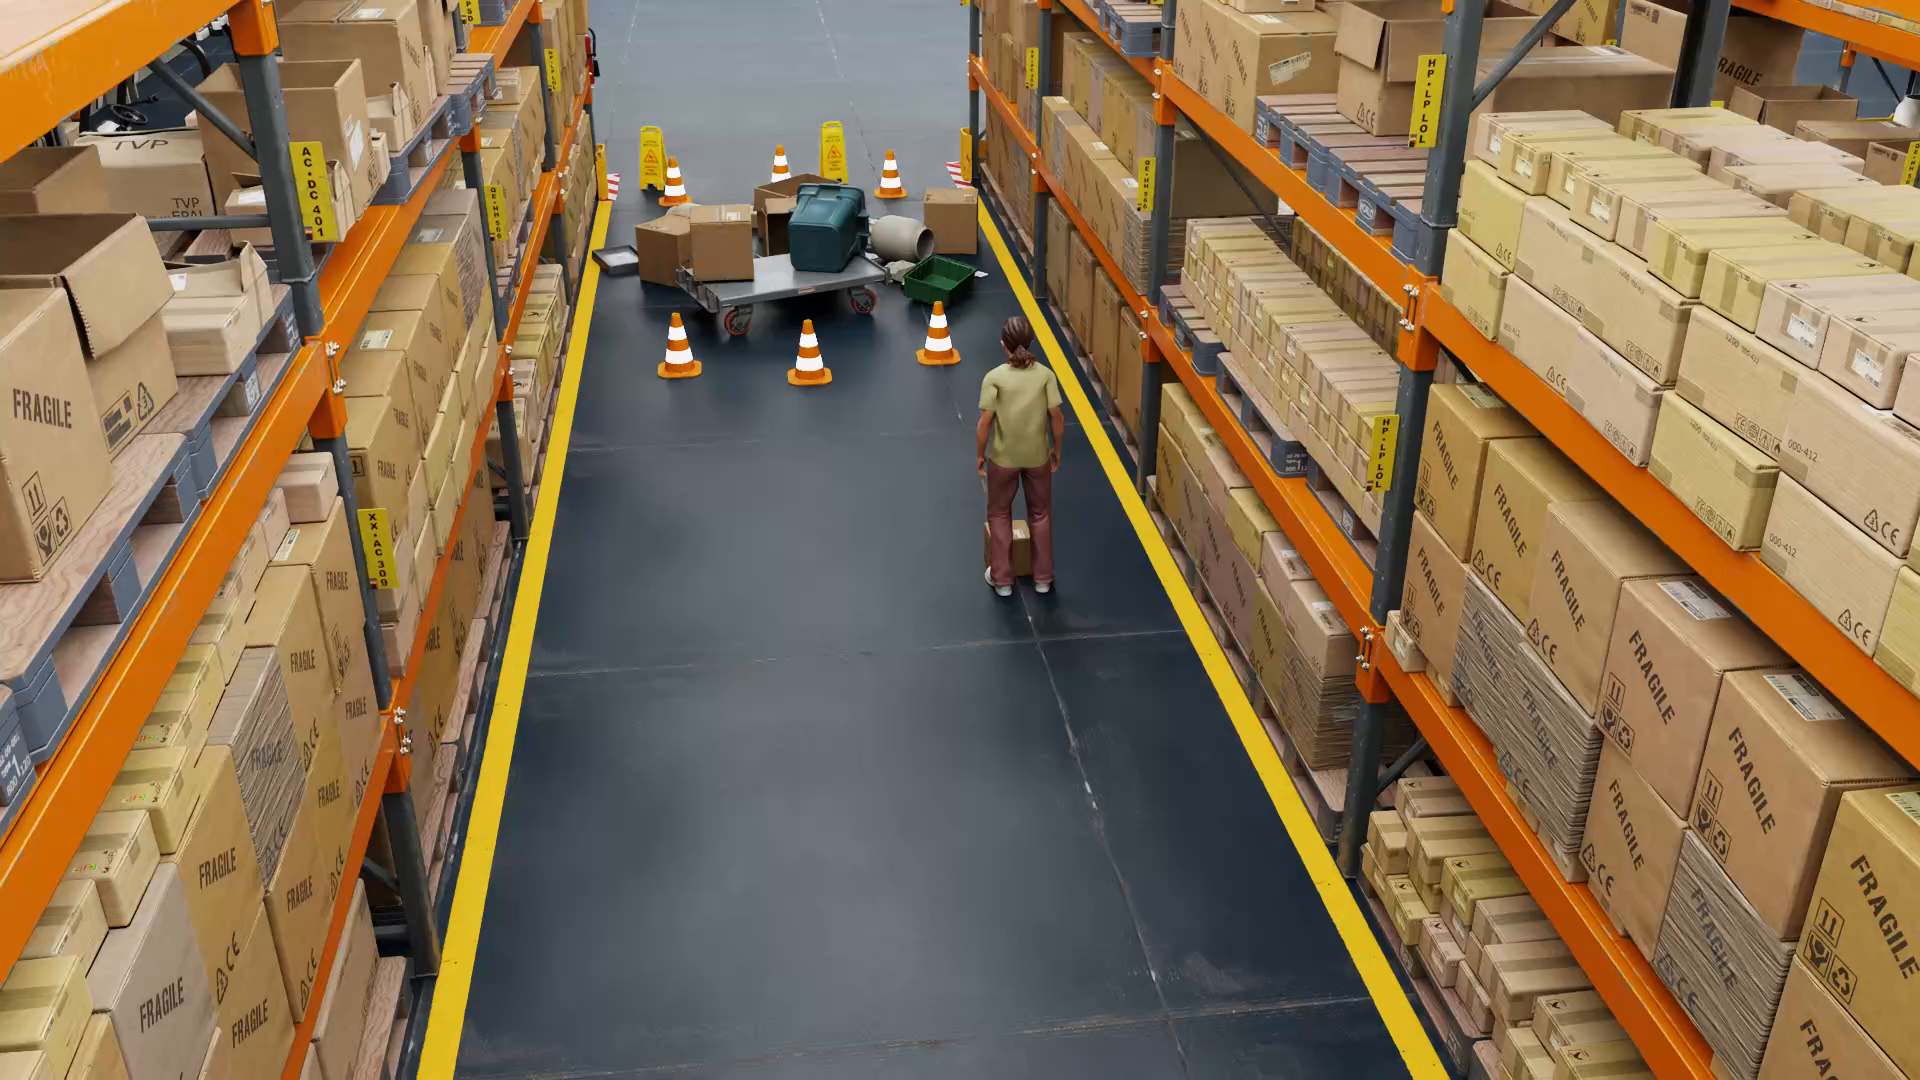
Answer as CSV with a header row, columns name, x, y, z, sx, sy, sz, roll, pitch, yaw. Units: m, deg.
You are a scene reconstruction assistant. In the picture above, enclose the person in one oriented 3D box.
name,x,y,z,sx,sy,sz,roll,pitch,yaw
person,0.336,-0.470,9.531,0.499,1.673,0.357,-3,27,-7
